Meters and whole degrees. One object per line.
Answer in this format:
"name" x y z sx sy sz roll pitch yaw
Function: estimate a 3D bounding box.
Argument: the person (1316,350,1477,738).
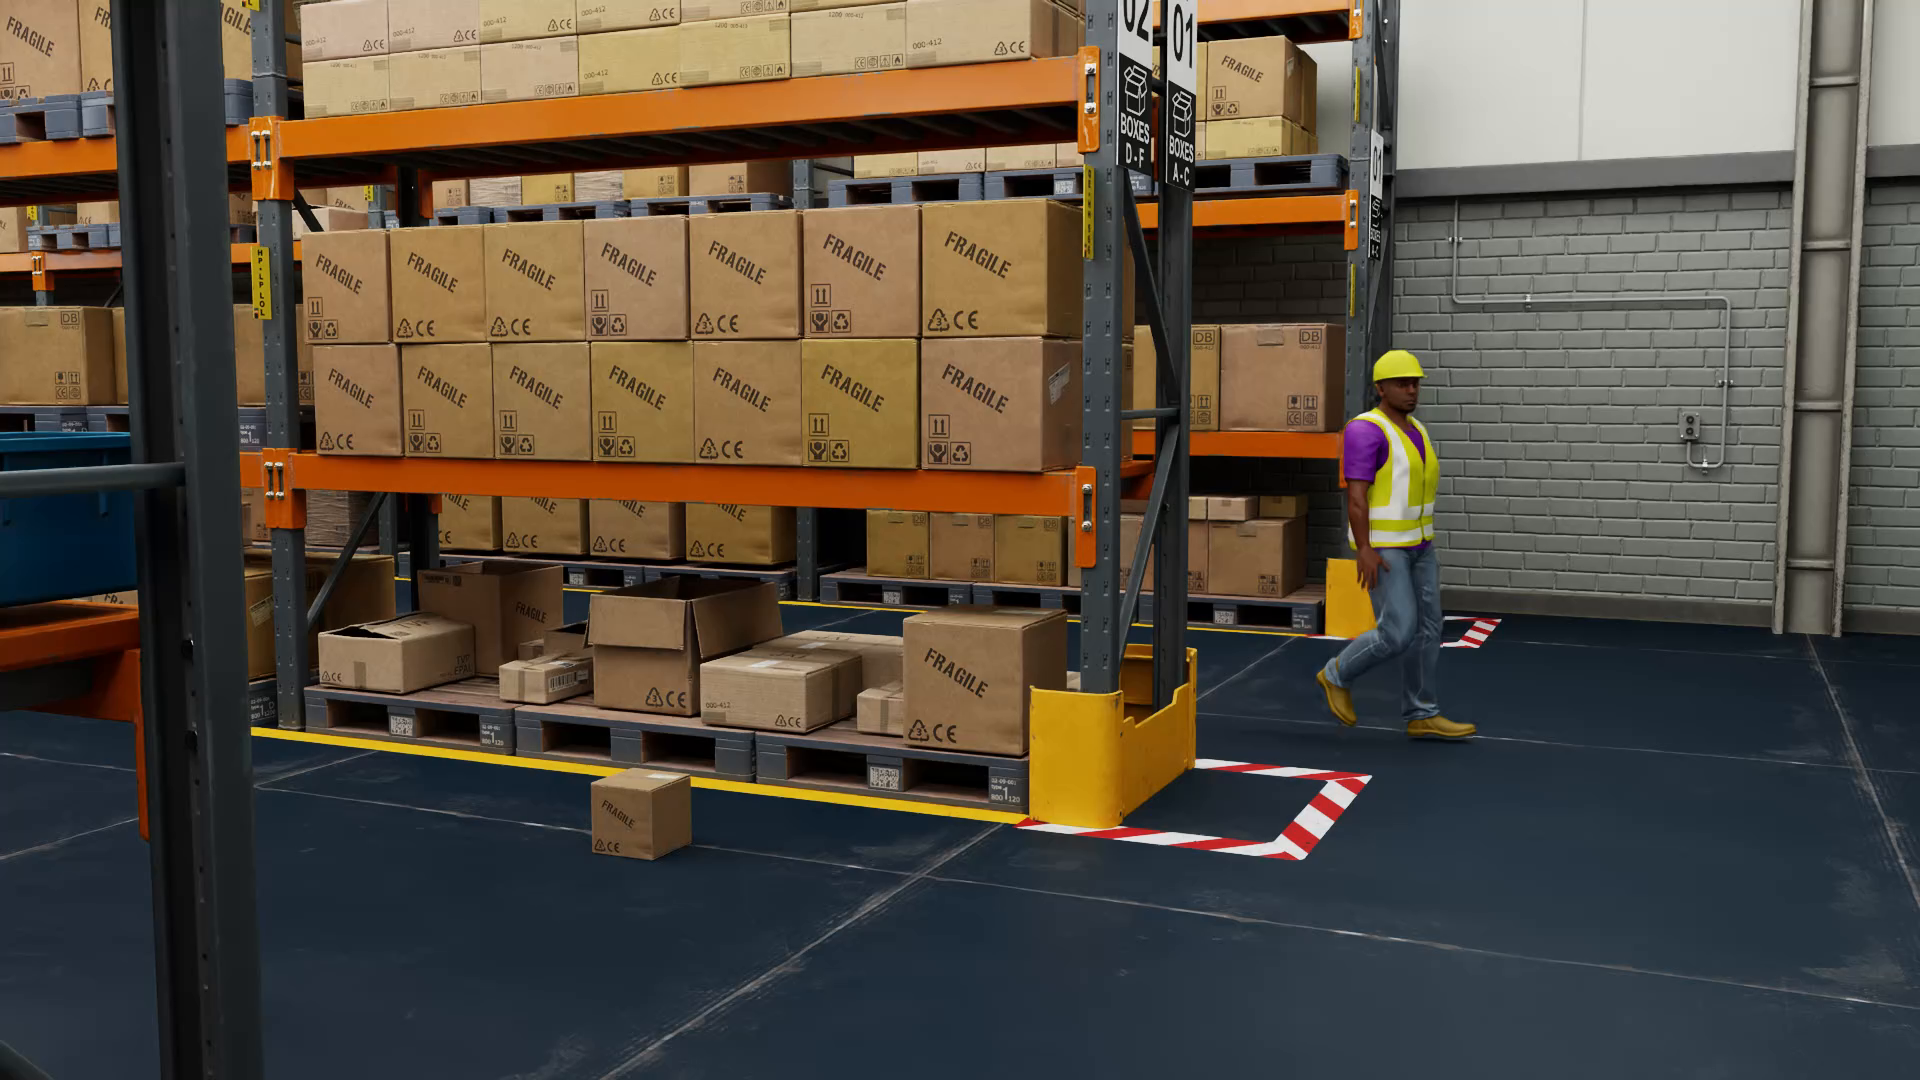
"person" 1.942 0.027 7.487 0.655 1.754 0.617 5 7 42
